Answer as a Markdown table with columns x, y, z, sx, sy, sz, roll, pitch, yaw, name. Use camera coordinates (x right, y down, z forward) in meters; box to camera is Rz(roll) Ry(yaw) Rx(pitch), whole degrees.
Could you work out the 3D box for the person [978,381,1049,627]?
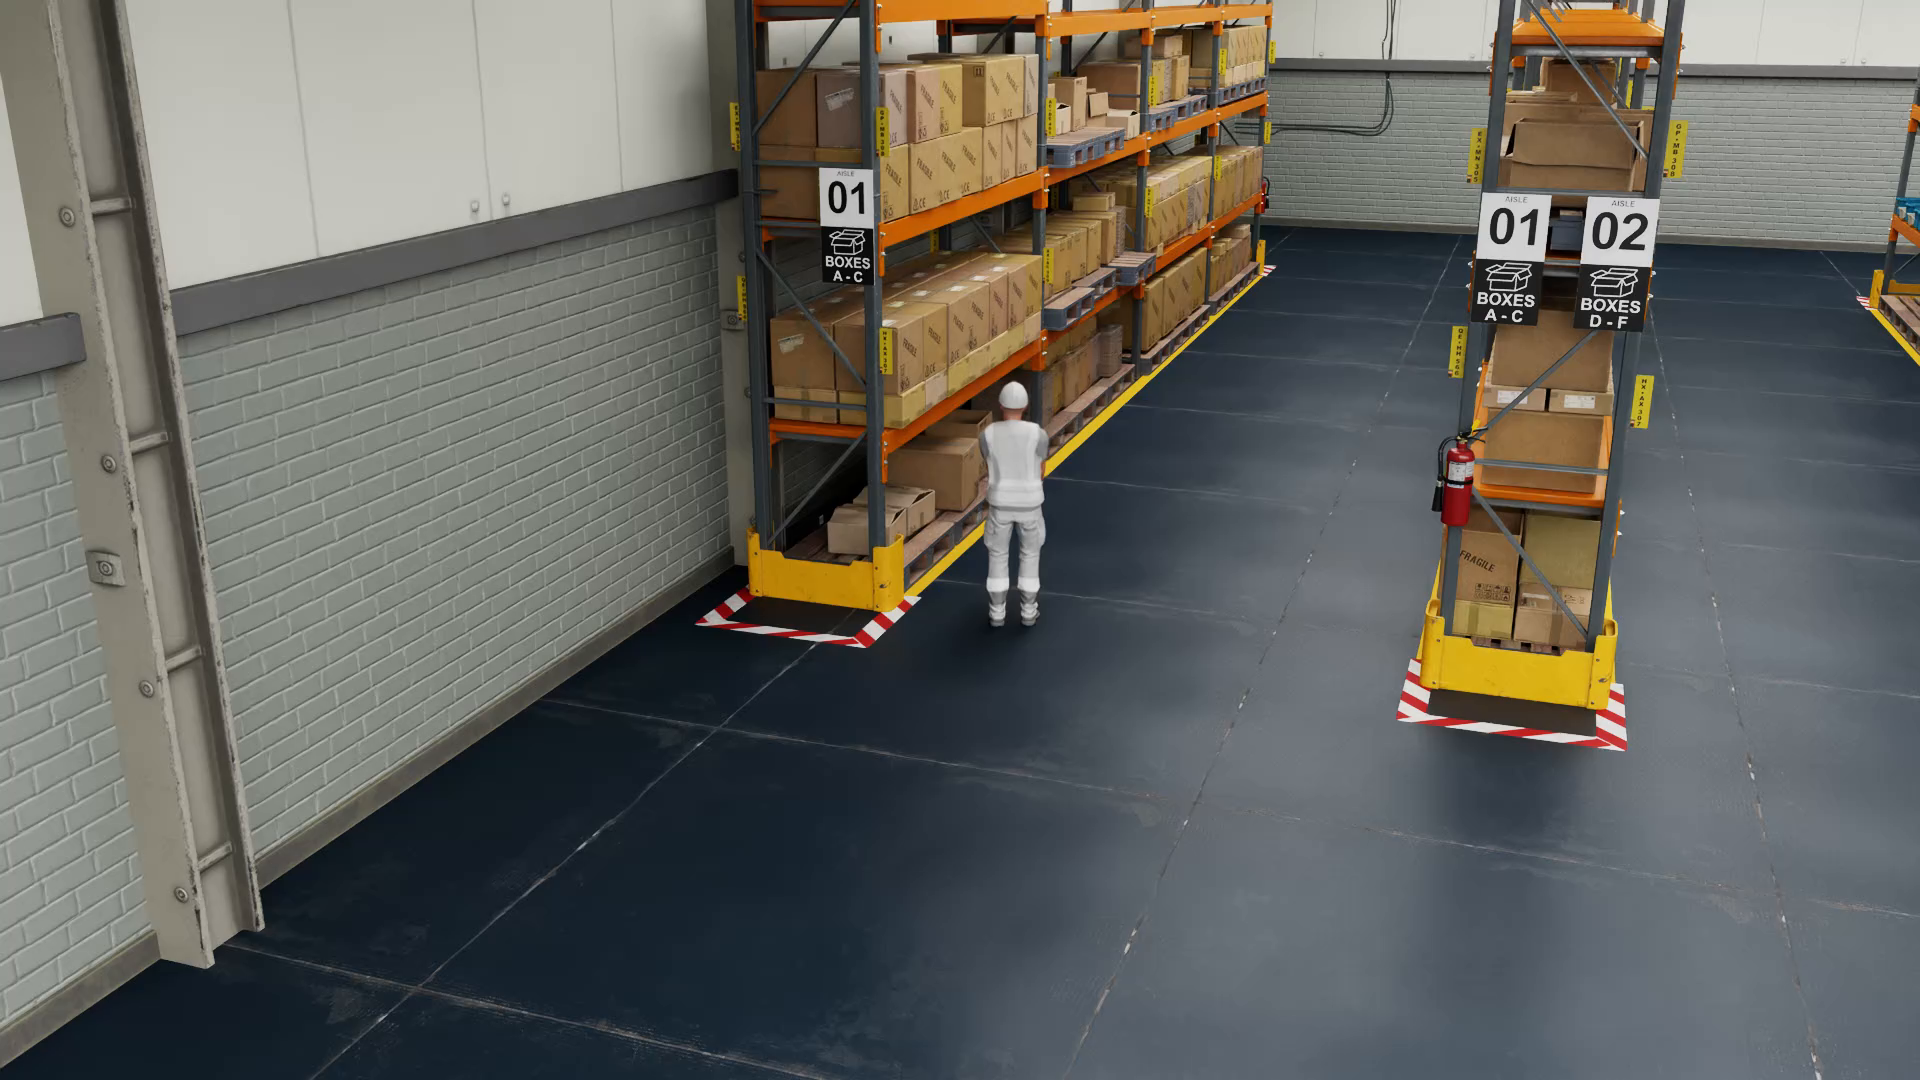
| x | y | z | sx | sy | sz | roll | pitch | yaw | name |
| --- | --- | --- | --- | --- | --- | --- | --- | --- | --- |
| 0.386 | -0.281 | 11.865 | 0.495 | 1.787 | 0.562 | 2 | 19 | 5 | person |
